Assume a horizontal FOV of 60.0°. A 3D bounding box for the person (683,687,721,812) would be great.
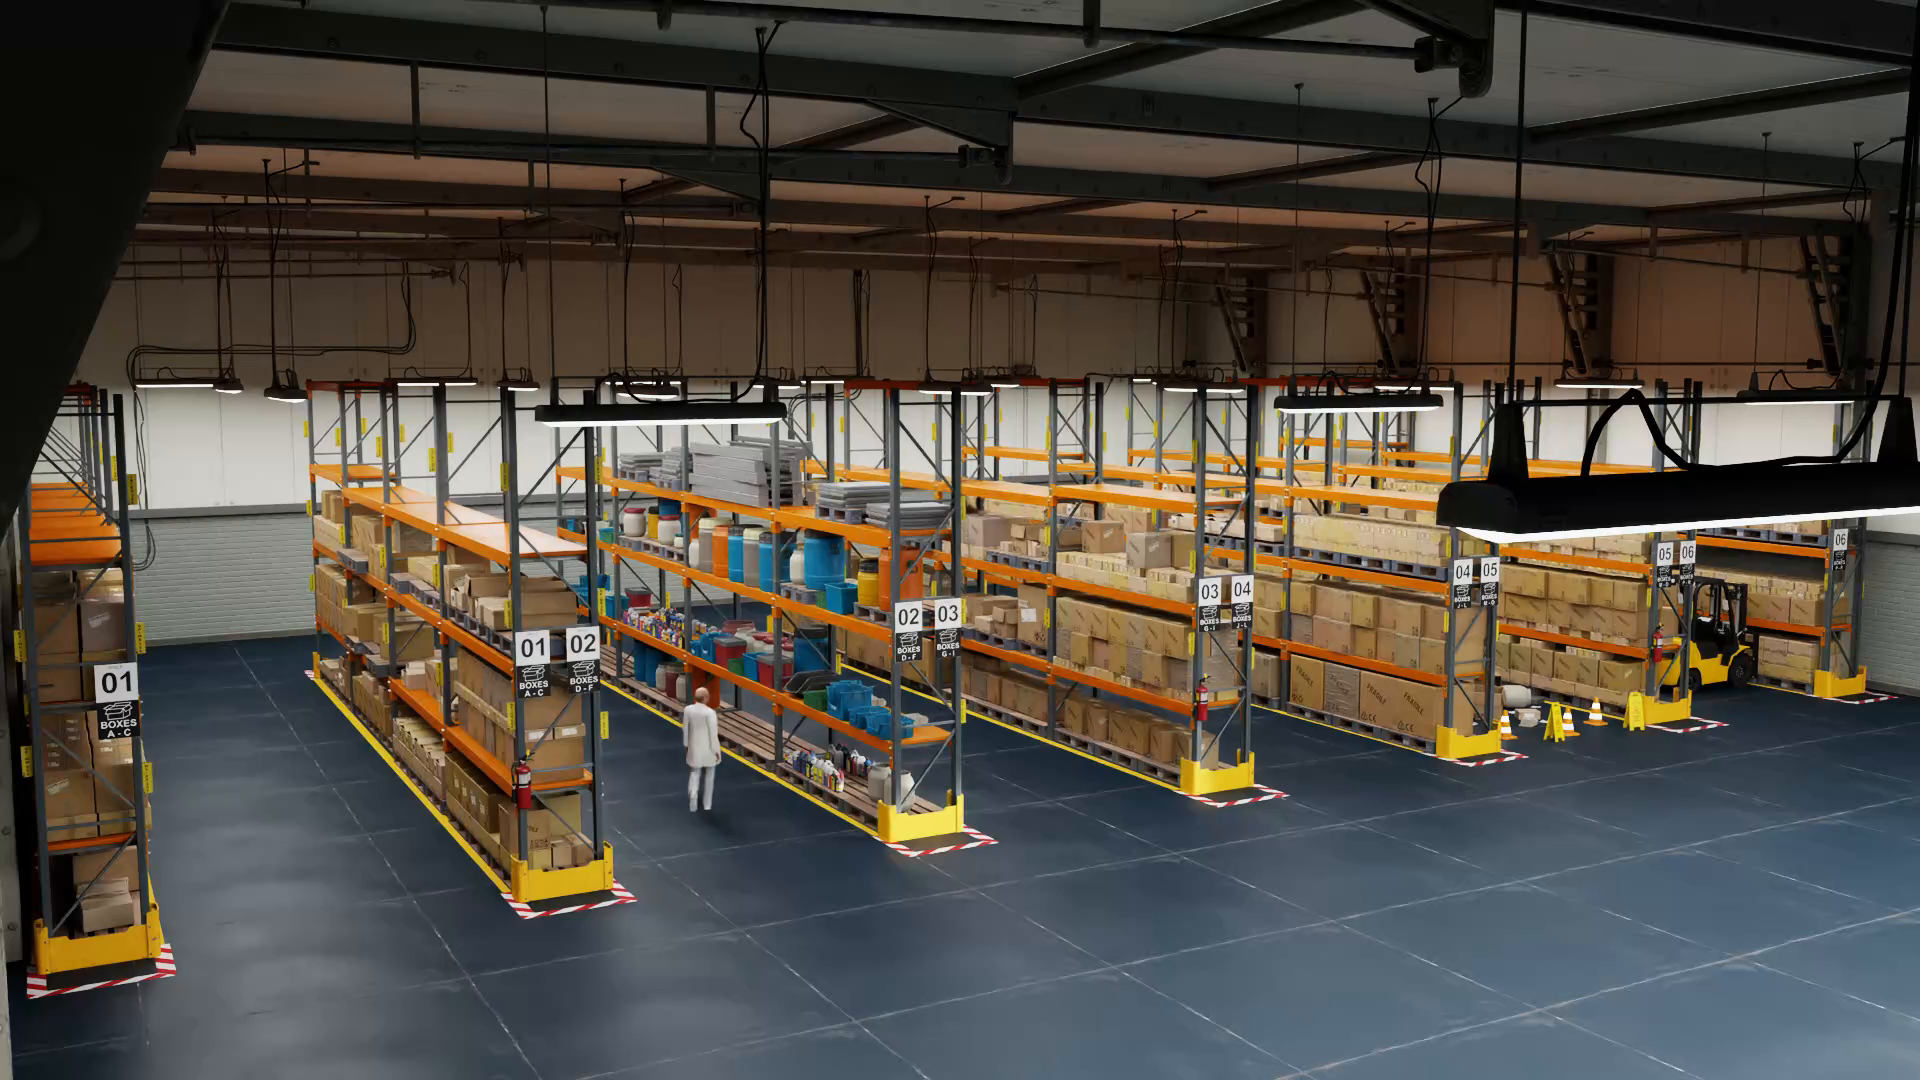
[{"bbox_3d":[-3.653,2.952,23.421,0.557,1.764,0.778,0,6,4],"label":"person"}]
